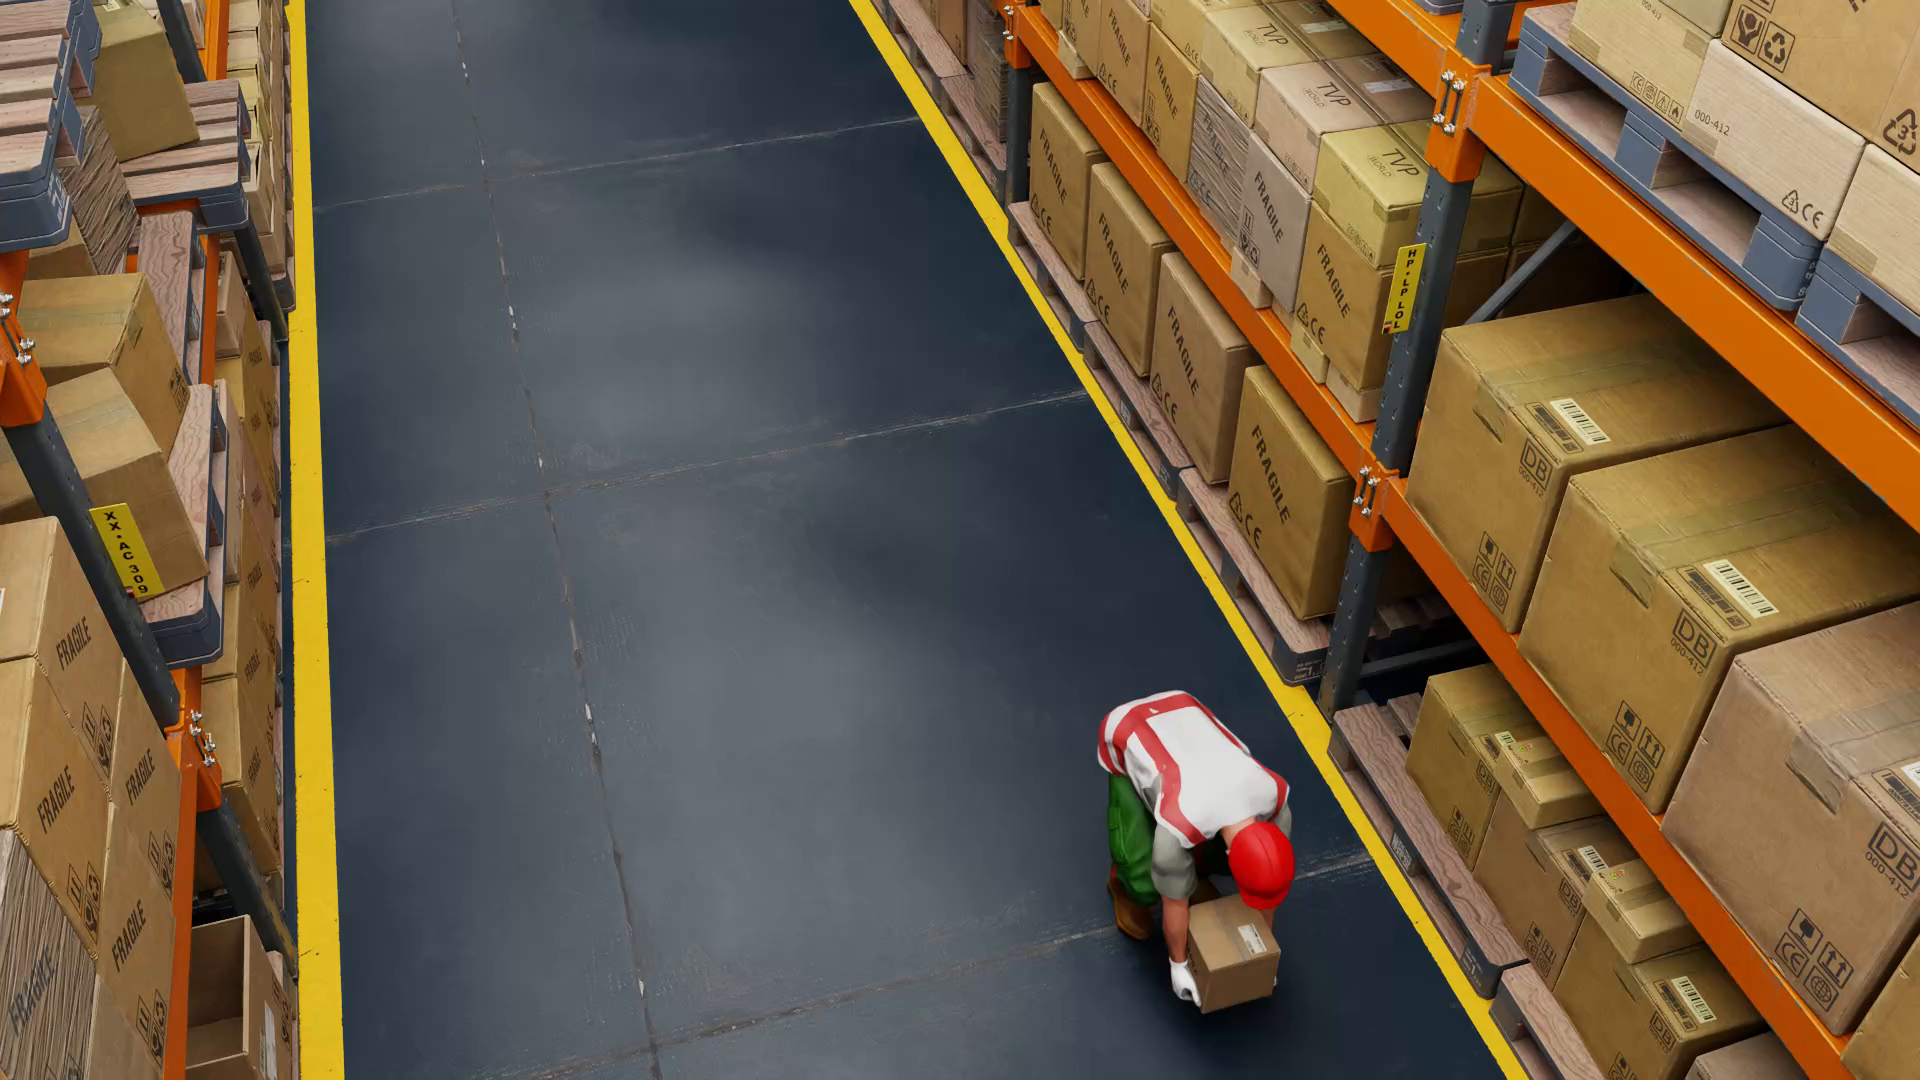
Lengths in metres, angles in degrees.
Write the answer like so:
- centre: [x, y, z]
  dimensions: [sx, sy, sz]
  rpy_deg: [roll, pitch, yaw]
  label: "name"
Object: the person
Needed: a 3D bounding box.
- centre: [0.788, 1.037, 5.586]
  dimensions: [0.535, 0.987, 0.950]
  rpy_deg: [-13, 44, -15]
  label: "person"
